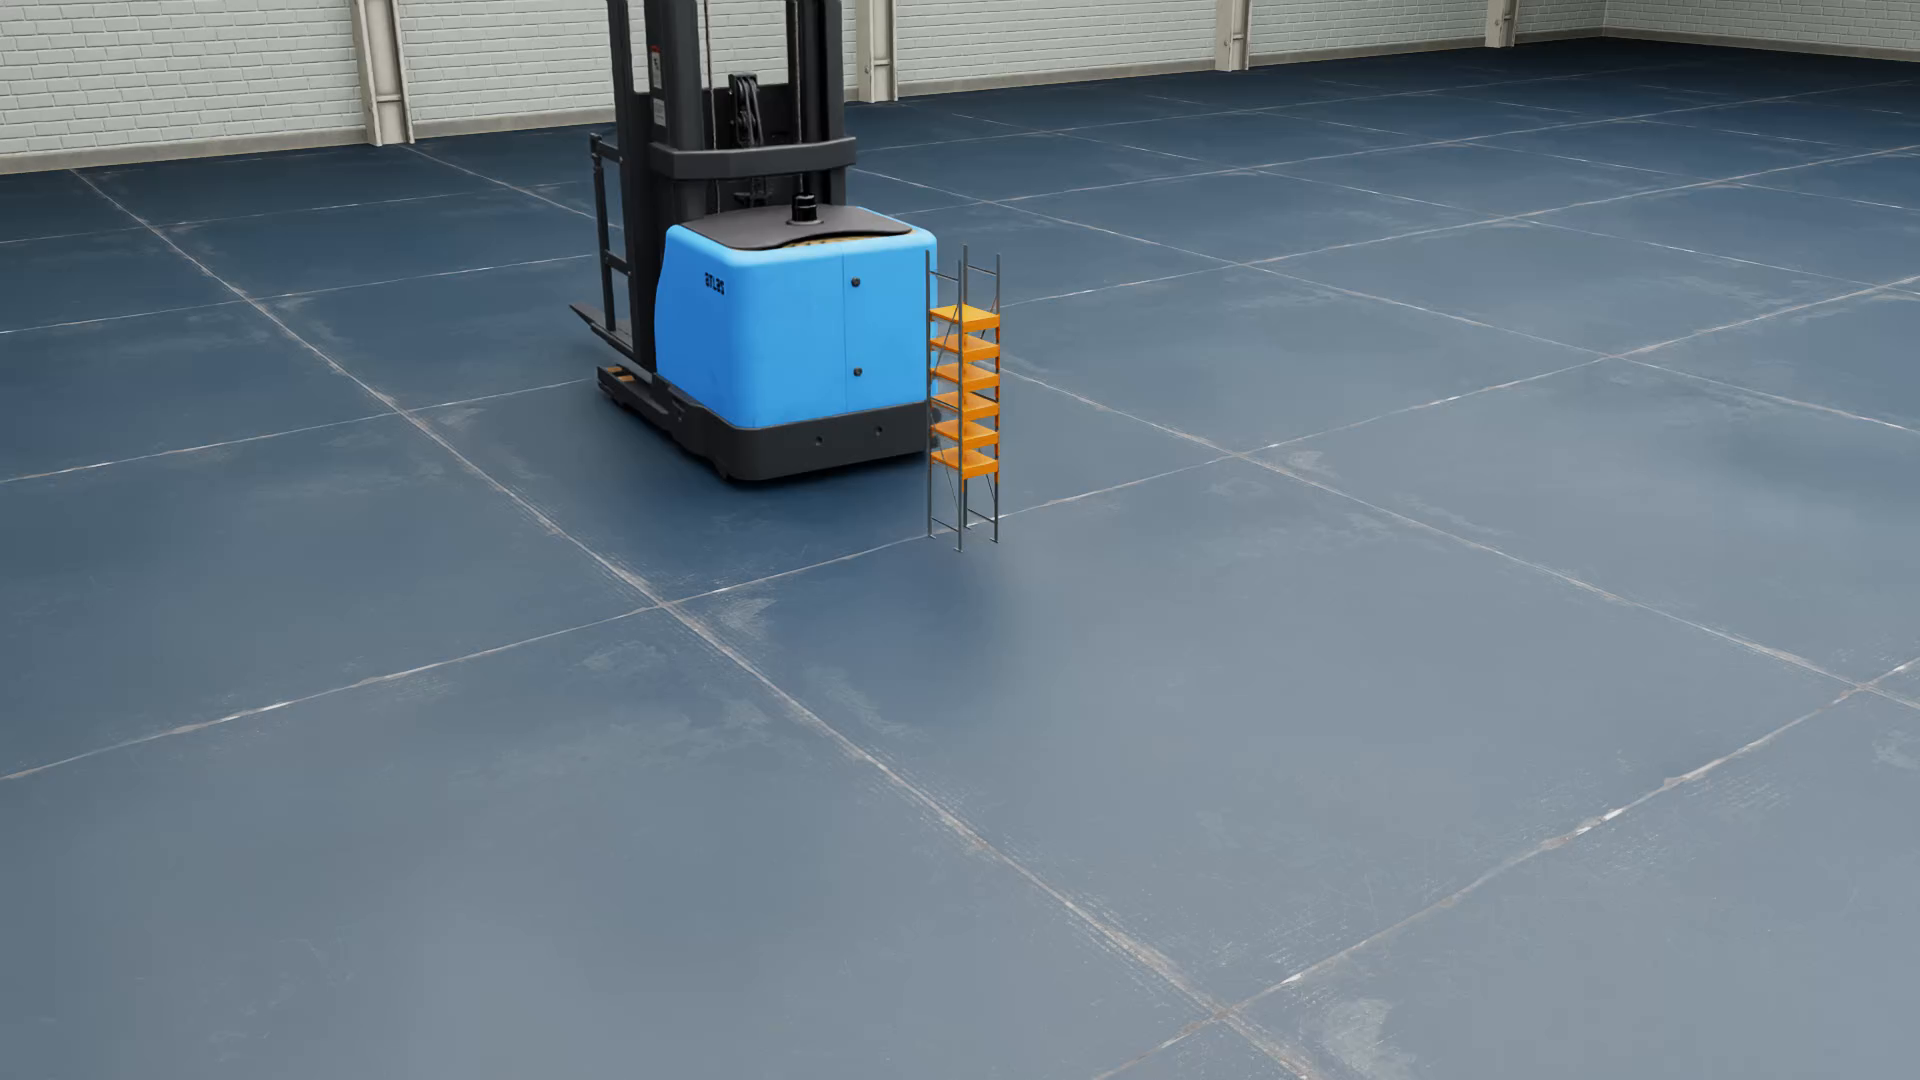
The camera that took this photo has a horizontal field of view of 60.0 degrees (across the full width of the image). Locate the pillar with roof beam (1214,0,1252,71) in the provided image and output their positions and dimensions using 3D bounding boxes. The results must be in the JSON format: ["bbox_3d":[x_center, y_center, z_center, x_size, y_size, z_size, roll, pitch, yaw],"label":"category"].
[{"bbox_3d":[6.374,-9.589,18.785,0.400,9.000,9.100,-15,26,-33],"label":"pillar with roof beam"}]

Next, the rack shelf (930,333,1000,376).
[{"bbox_3d":[0.012,-0.742,6.609,0.180,0.103,0.258,-15,26,-33],"label":"rack shelf"}]

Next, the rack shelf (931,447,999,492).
[{"bbox_3d":[0.012,-0.296,6.787,0.180,0.103,0.258,-15,26,-33],"label":"rack shelf"}]

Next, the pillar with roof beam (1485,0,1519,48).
[{"bbox_3d":[11.245,-10.888,22.040,0.400,9.000,9.100,-15,26,-33],"label":"pillar with roof beam"}]

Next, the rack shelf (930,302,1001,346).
[{"bbox_3d":[0.012,-0.853,6.565,0.180,0.103,0.258,-15,26,-33],"label":"rack shelf"}]

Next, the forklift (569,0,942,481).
[{"bbox_3d":[-1.256,-2.125,8.268,1.130,2.935,3.031,-12,25,-28],"label":"forklift"}]

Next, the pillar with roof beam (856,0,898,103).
[{"bbox_3d":[1.504,-8.291,15.531,0.400,9.000,9.100,-15,26,-33],"label":"pillar with roof beam"}]

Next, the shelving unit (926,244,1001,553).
[{"bbox_3d":[0.012,-0.560,6.682,0.189,1.200,0.258,-15,26,-33],"label":"shelving unit"}]

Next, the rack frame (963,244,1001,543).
[{"bbox_3d":[0.086,-0.580,6.731,0.006,1.200,0.240,-15,26,-33],"label":"rack frame"}]

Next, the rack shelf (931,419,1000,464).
[{"bbox_3d":[0.012,-0.408,6.743,0.180,0.103,0.258,-15,26,-33],"label":"rack shelf"}]

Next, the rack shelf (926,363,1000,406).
[{"bbox_3d":[0.012,-0.631,6.654,0.180,0.103,0.258,-15,26,-33],"label":"rack shelf"}]

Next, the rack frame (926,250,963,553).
[{"bbox_3d":[-0.063,-0.541,6.632,0.006,1.200,0.240,-15,26,-33],"label":"rack frame"}]

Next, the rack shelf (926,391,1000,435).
[{"bbox_3d":[0.012,-0.519,6.698,0.180,0.103,0.258,-15,26,-33],"label":"rack shelf"}]

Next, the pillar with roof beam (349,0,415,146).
[{"bbox_3d":[-3.367,-6.992,12.276,0.400,9.000,9.100,-15,26,-33],"label":"pillar with roof beam"}]
